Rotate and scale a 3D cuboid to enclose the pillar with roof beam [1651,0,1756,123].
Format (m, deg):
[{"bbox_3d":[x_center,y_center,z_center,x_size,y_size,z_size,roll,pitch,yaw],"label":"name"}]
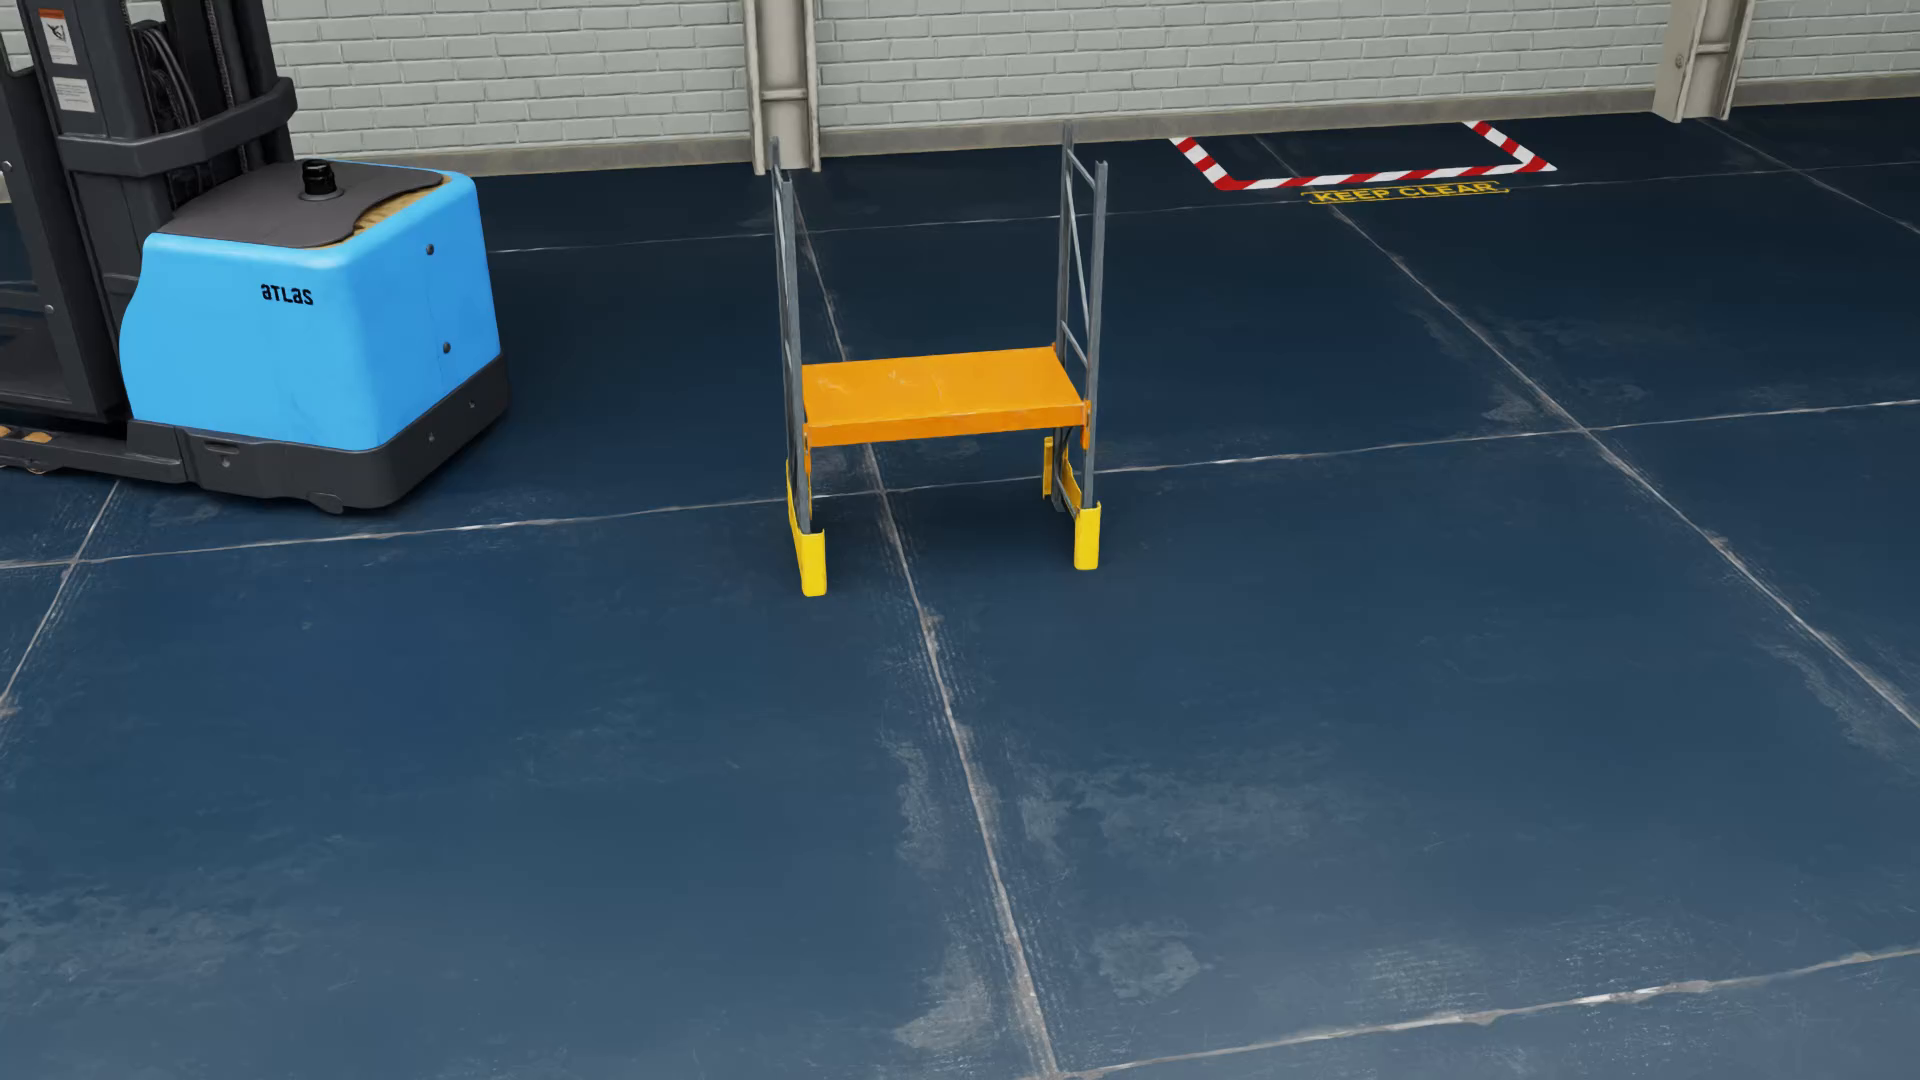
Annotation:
[{"bbox_3d":[5.620,-4.561,5.128,0.400,9.000,9.100,-5,31,-9],"label":"pillar with roof beam"}]

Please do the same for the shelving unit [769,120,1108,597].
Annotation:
[{"bbox_3d":[-0.075,-0.640,5.858,1.083,1.500,0.587,-5,31,-9],"label":"shelving unit"}]

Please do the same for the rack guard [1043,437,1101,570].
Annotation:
[{"bbox_3d":[0.415,-0.146,6.252,0.087,0.250,0.587,-5,31,-9],"label":"rack guard"}]

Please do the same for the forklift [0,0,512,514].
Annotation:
[{"bbox_3d":[-3.487,-1.776,6.379,3.031,2.935,1.130,8,31,14],"label":"forklift"}]

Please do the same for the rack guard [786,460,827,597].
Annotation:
[{"bbox_3d":[-0.565,-0.055,6.097,0.087,0.250,0.587,-5,31,-9],"label":"rack guard"}]

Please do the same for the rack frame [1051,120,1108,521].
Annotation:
[{"bbox_3d":[0.416,-0.685,5.936,0.032,1.500,0.500,-5,31,-9],"label":"rack frame"}]

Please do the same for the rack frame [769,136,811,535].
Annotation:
[{"bbox_3d":[-0.584,-0.592,5.778,0.032,1.500,0.500,-5,31,-9],"label":"rack frame"}]

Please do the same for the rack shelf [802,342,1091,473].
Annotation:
[{"bbox_3d":[-0.084,-0.484,5.948,1.000,0.185,0.538,-5,31,-9],"label":"rack shelf"}]

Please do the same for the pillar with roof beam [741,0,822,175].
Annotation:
[{"bbox_3d":[-0.282,-4.013,4.197,0.400,9.000,9.100,-5,31,-9],"label":"pillar with roof beam"}]
